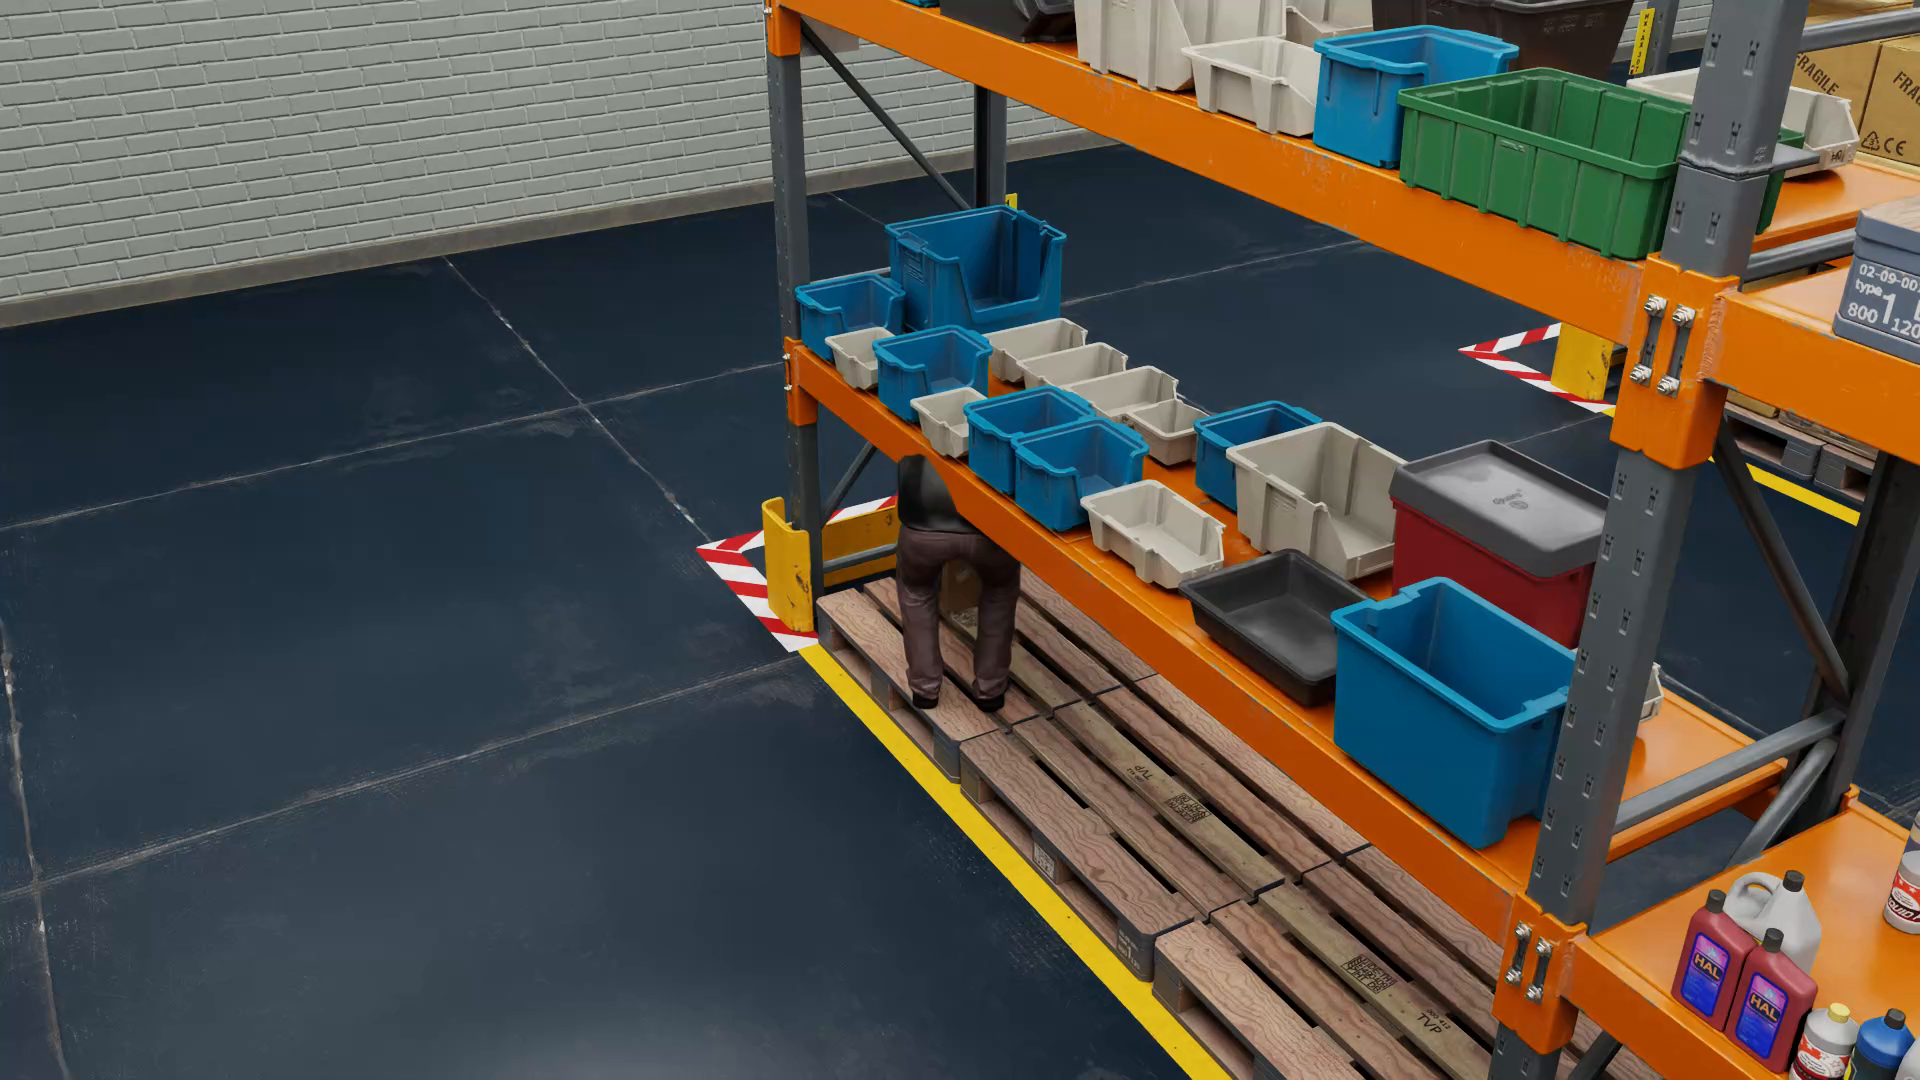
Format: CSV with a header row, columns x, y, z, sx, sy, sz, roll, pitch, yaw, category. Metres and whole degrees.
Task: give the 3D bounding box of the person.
x,y,z,sx,sy,sz,roll,pitch,yaw,category
-0.008,0.021,6.381,0.473,1.097,0.960,0,29,0,person
